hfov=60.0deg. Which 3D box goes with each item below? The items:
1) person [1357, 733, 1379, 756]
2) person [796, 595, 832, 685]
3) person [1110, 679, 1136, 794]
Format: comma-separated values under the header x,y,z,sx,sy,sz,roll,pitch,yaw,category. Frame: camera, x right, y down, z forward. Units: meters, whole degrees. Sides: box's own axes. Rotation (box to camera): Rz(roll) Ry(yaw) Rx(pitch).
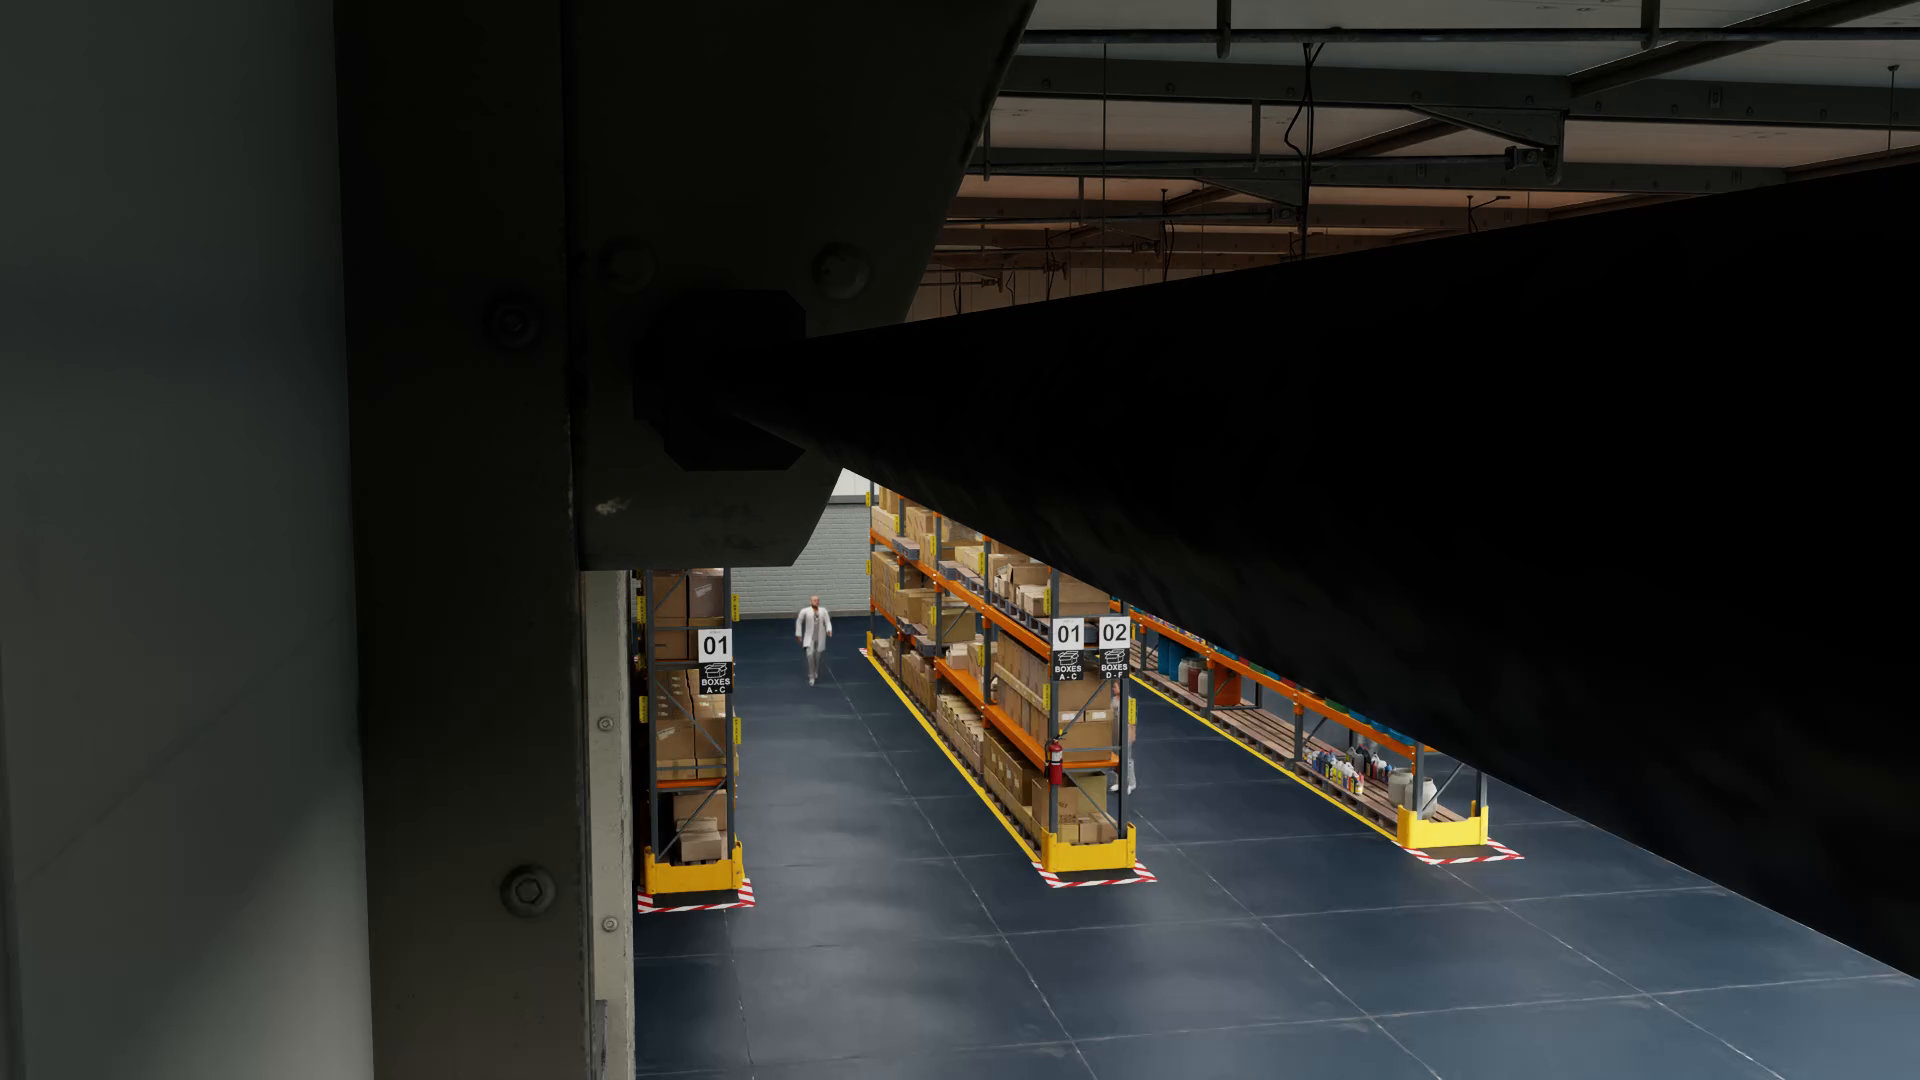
x,y,z,sx,sy,sz,roll,pitch,yaw,category
6.635,2.605,27.314,0.463,1.784,0.617,-5,8,-38,person
-2.941,2.016,33.463,0.705,1.814,0.935,-1,6,-11,person
2.413,2.917,24.855,0.392,1.712,0.531,-5,8,-39,person
